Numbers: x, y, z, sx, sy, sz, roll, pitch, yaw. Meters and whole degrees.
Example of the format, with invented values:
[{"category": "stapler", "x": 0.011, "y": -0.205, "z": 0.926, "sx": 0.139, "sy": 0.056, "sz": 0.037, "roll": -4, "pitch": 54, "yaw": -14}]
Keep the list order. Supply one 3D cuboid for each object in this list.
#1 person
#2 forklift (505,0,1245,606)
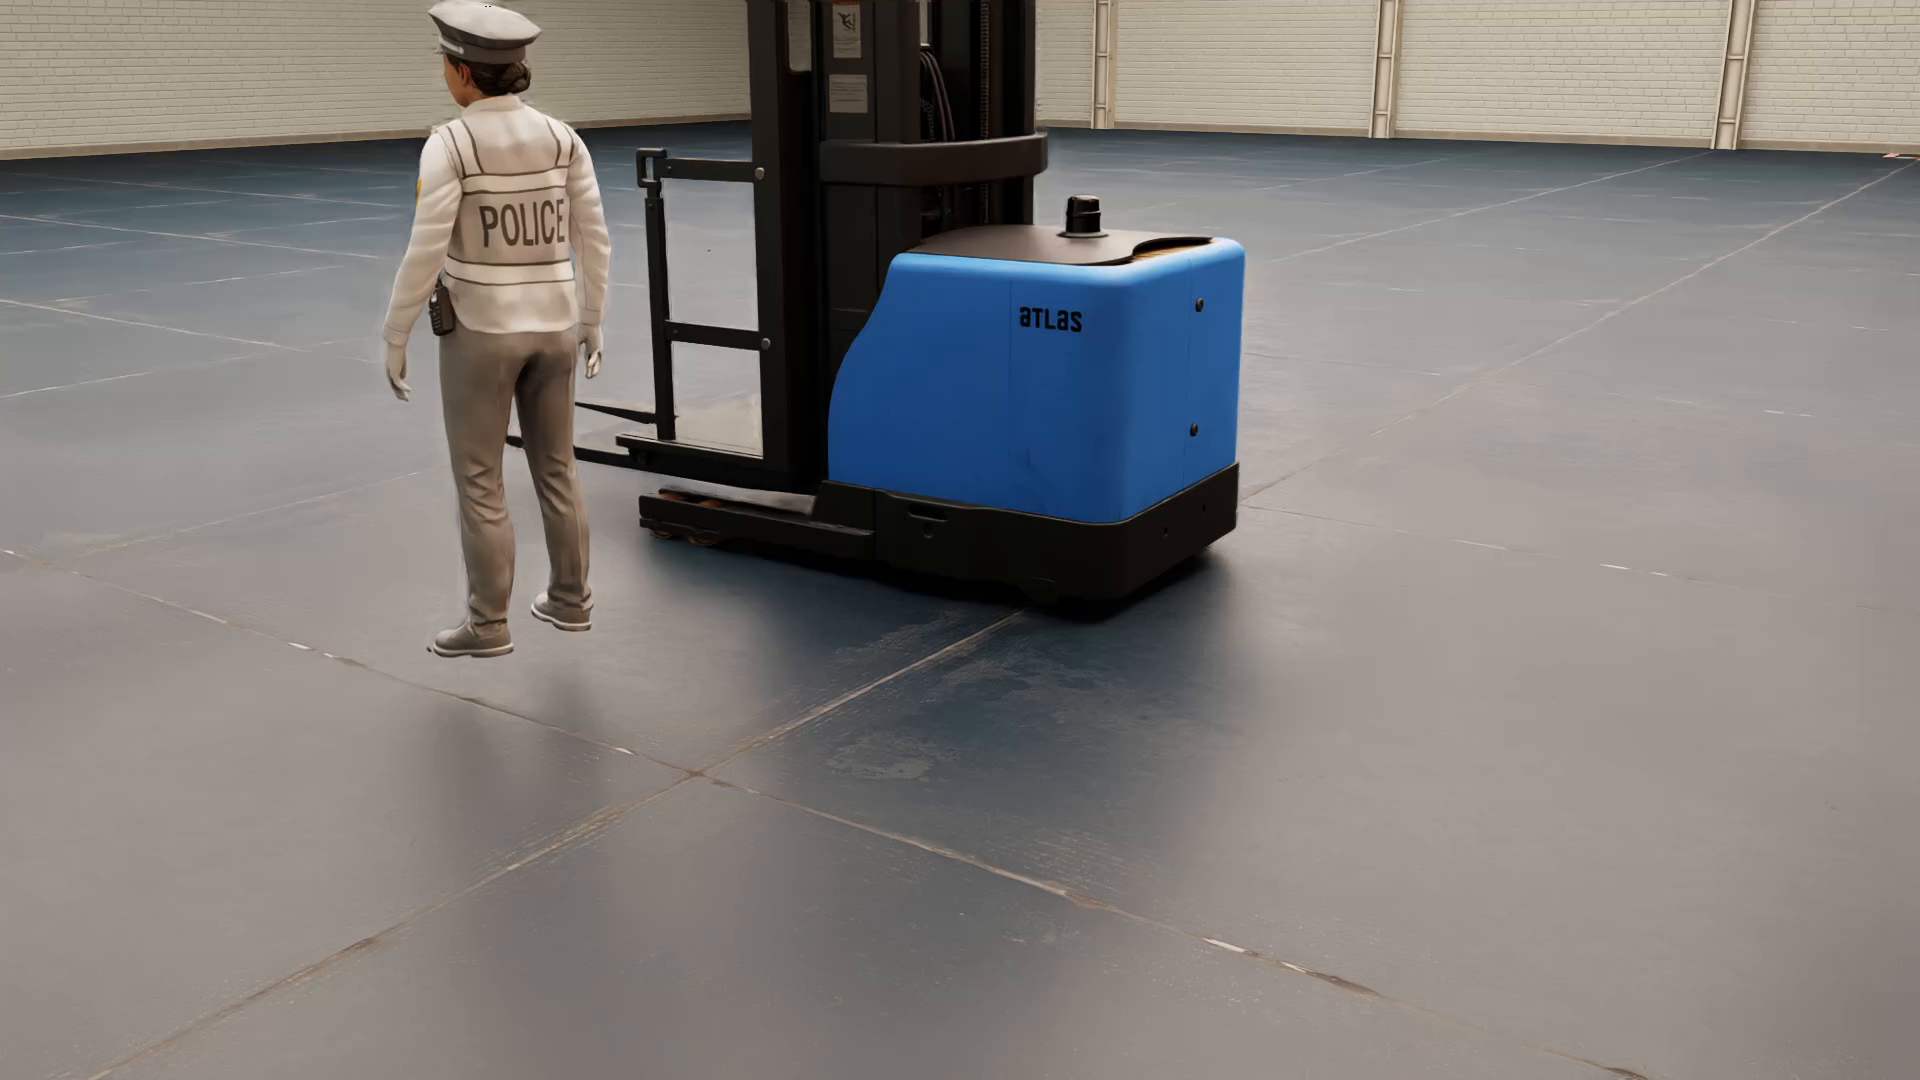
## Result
[{"category": "person", "x": -1.216, "y": -0.521, "z": 4.358, "sx": 0.407, "sy": 1.712, "sz": 0.624, "roll": 15, "pitch": 22, "yaw": 41}, {"category": "forklift", "x": -0.553, "y": -1.496, "z": 5.836, "sx": 3.031, "sy": 2.935, "sz": 1.130, "roll": 10, "pitch": 19, "yaw": 30}]
